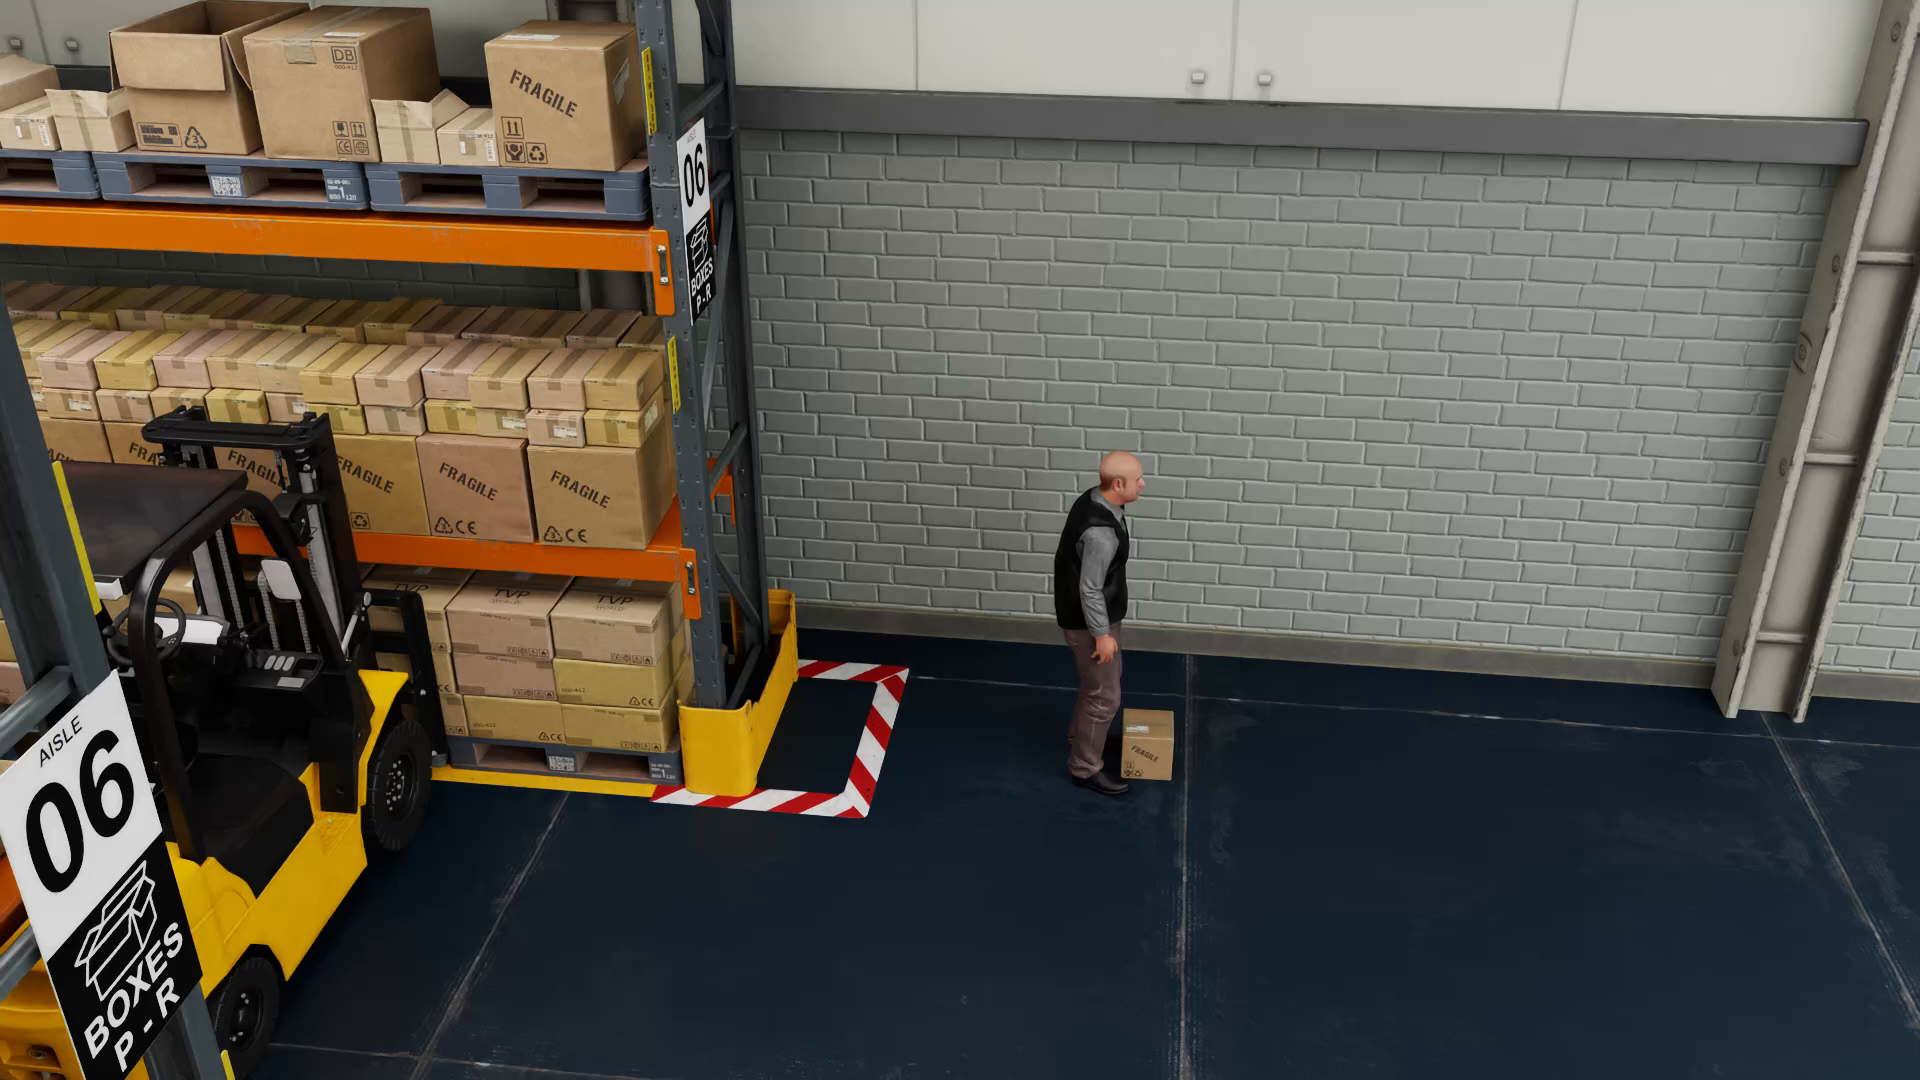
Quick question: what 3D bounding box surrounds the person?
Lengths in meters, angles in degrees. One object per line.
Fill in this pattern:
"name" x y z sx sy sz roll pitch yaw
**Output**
"person" 0.653 0.362 7.972 0.420 1.721 0.580 4 28 7
